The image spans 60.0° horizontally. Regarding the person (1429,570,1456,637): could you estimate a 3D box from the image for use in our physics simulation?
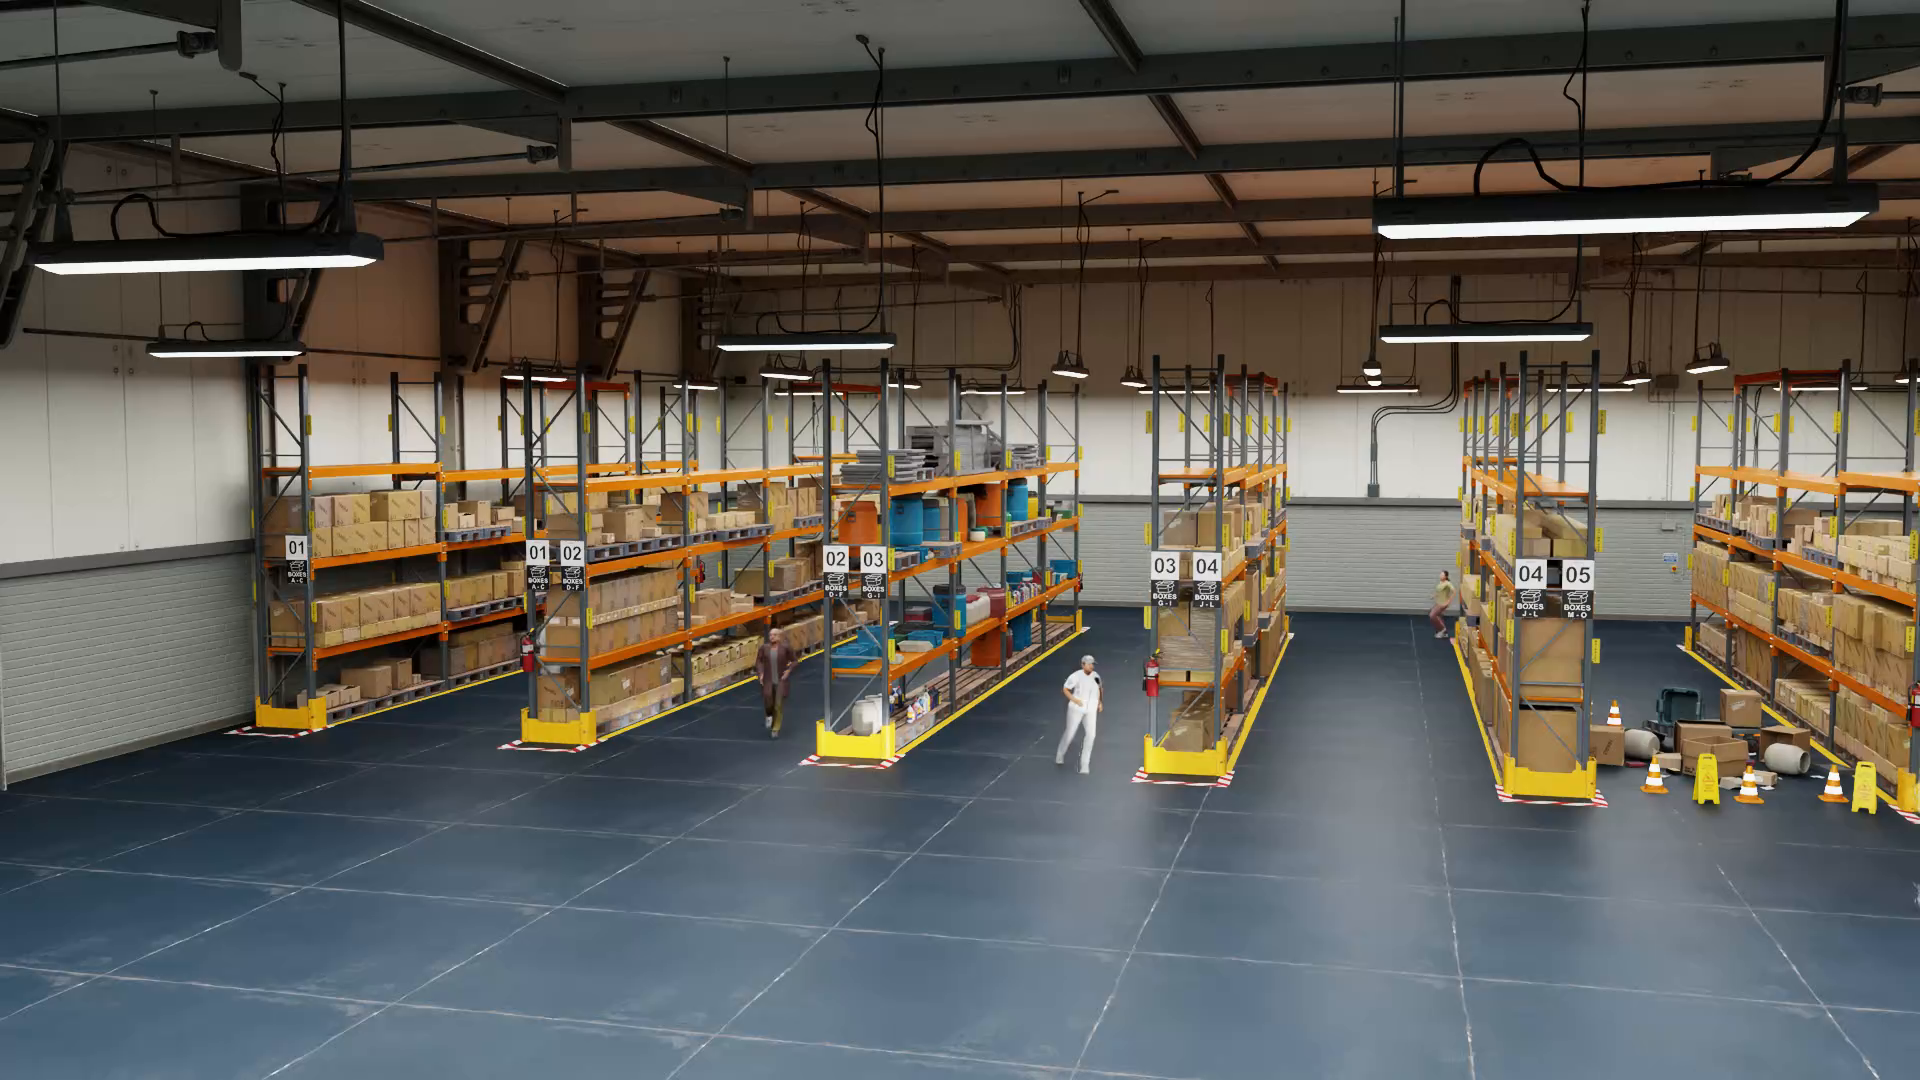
[{"bbox_3d":[11.267,1.501,38.970,0.570,1.615,0.640,-1,4,-11],"label":"person"}]

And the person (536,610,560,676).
[{"bbox_3d":[-7.121,2.086,28.887,0.644,1.806,0.915,0,4,7],"label":"person"}]

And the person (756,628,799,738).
[{"bbox_3d":[-2.953,2.291,26.812,0.705,1.750,0.687,0,4,3],"label":"person"}]

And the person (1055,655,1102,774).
[{"bbox_3d":[1.793,2.519,24.235,0.694,1.691,0.810,-1,4,-14],"label":"person"}]
